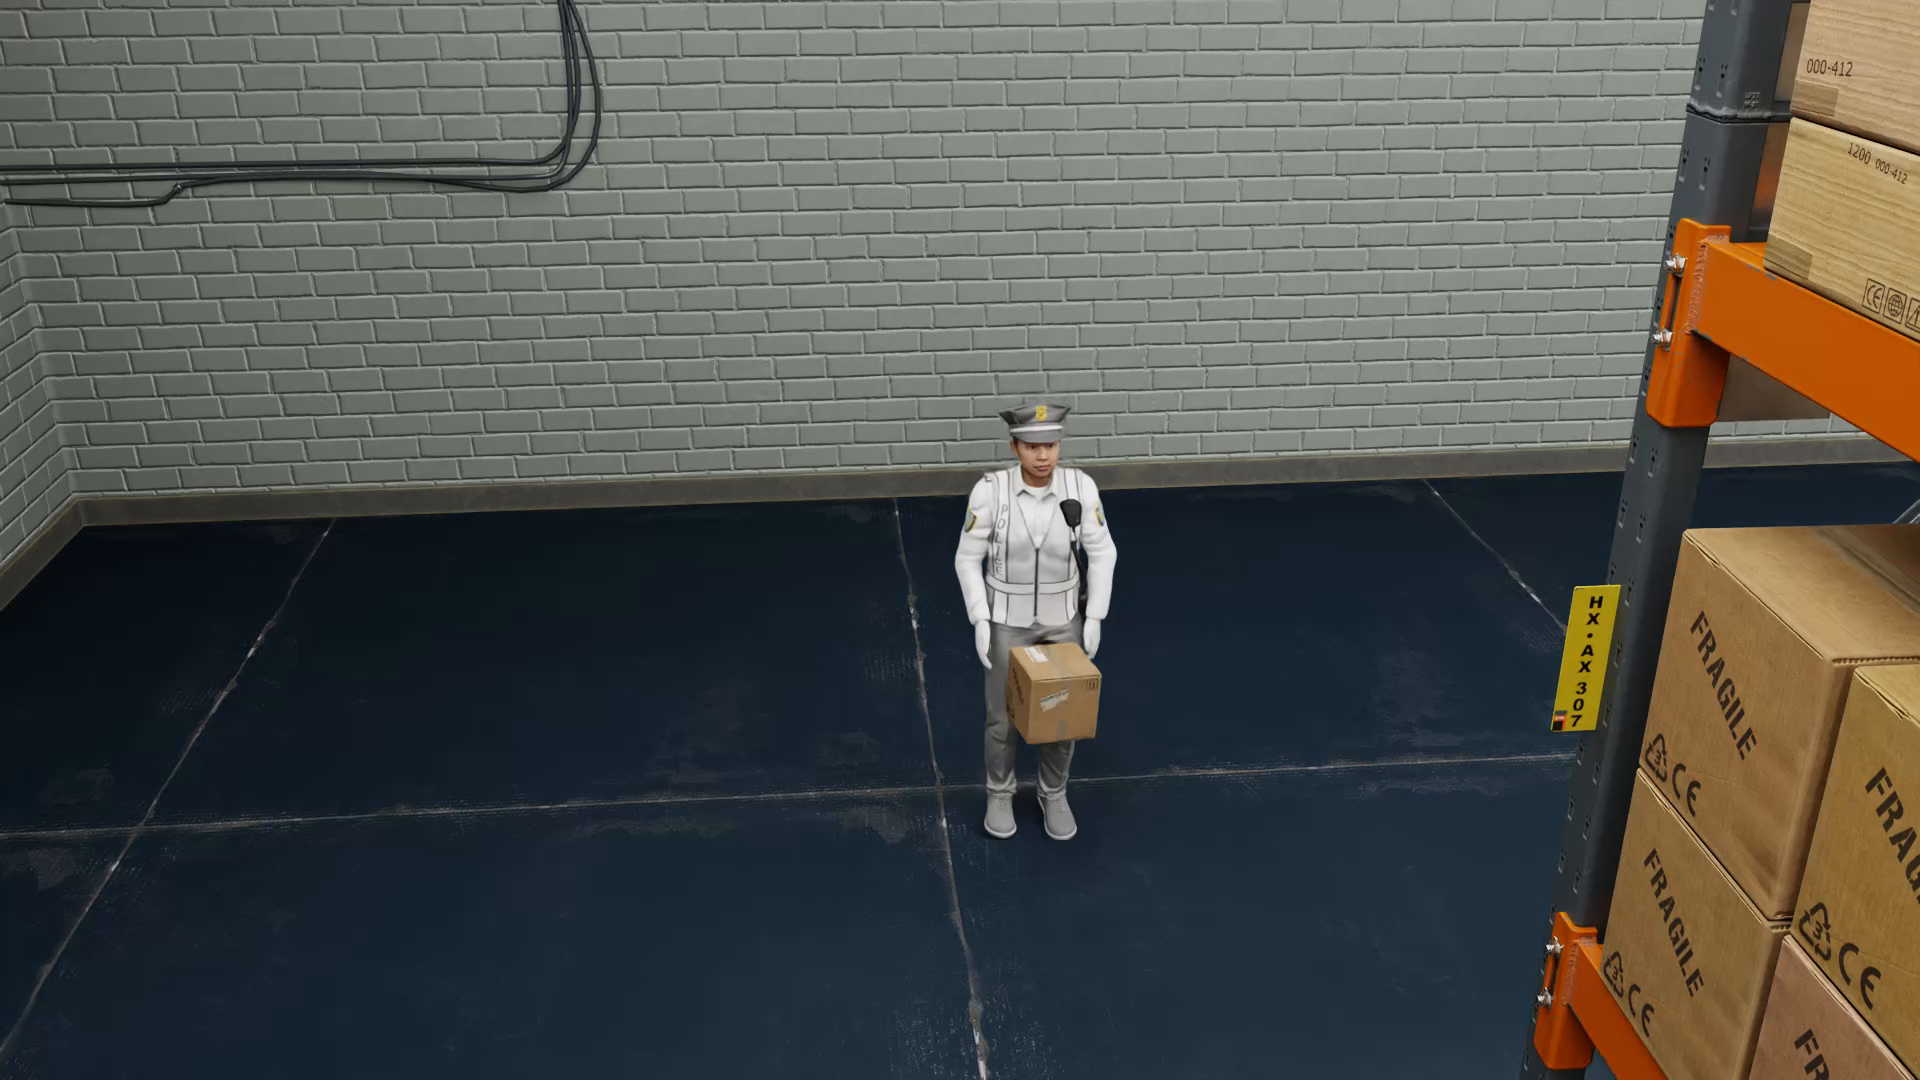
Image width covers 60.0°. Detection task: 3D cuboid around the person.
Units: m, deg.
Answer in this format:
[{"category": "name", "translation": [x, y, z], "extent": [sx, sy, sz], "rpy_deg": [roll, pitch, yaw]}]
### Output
[{"category": "person", "translation": [0.272, 0.305, 5.883], "extent": [0.578, 1.688, 0.425], "rpy_deg": [-2, 24, -4]}]
